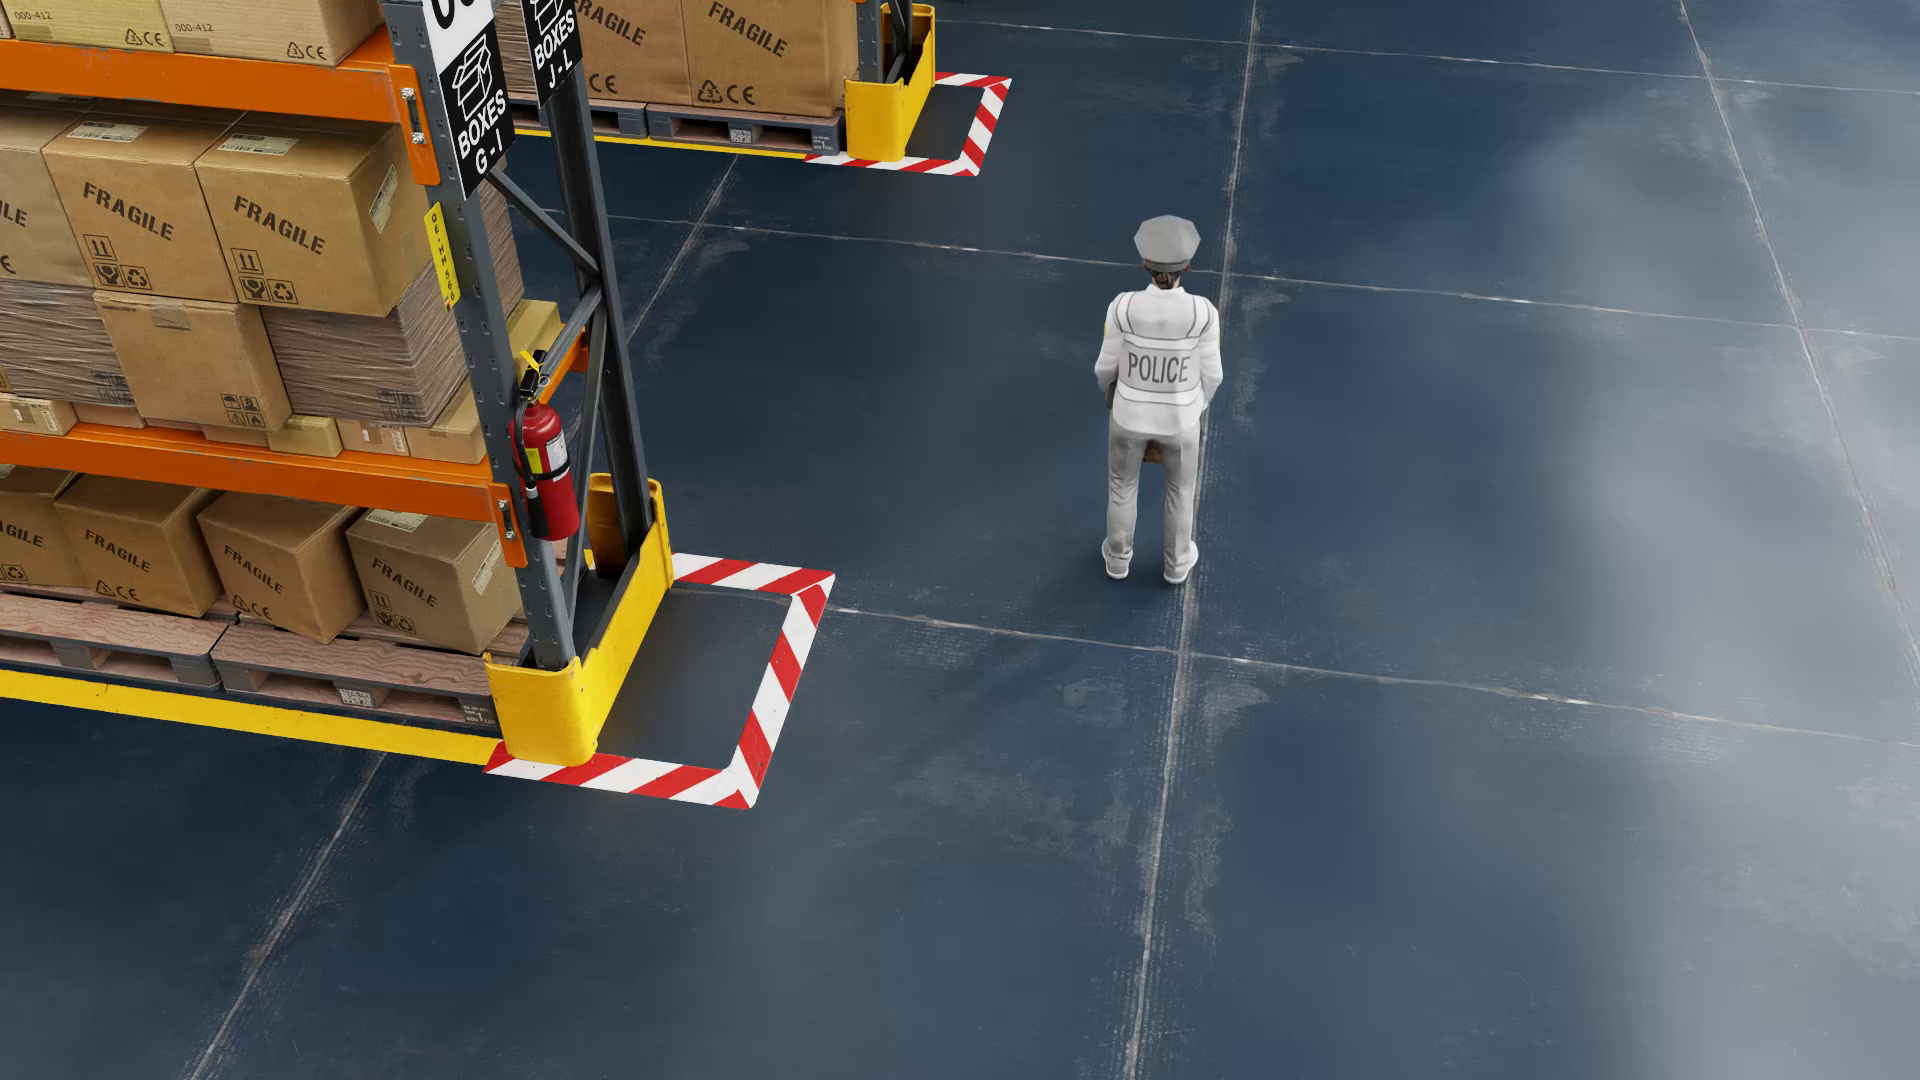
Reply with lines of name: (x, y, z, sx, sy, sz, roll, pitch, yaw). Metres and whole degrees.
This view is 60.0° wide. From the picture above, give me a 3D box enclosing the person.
person: (0.789, -0.517, 6.744, 0.505, 1.676, 0.360, 6, 41, 7)
